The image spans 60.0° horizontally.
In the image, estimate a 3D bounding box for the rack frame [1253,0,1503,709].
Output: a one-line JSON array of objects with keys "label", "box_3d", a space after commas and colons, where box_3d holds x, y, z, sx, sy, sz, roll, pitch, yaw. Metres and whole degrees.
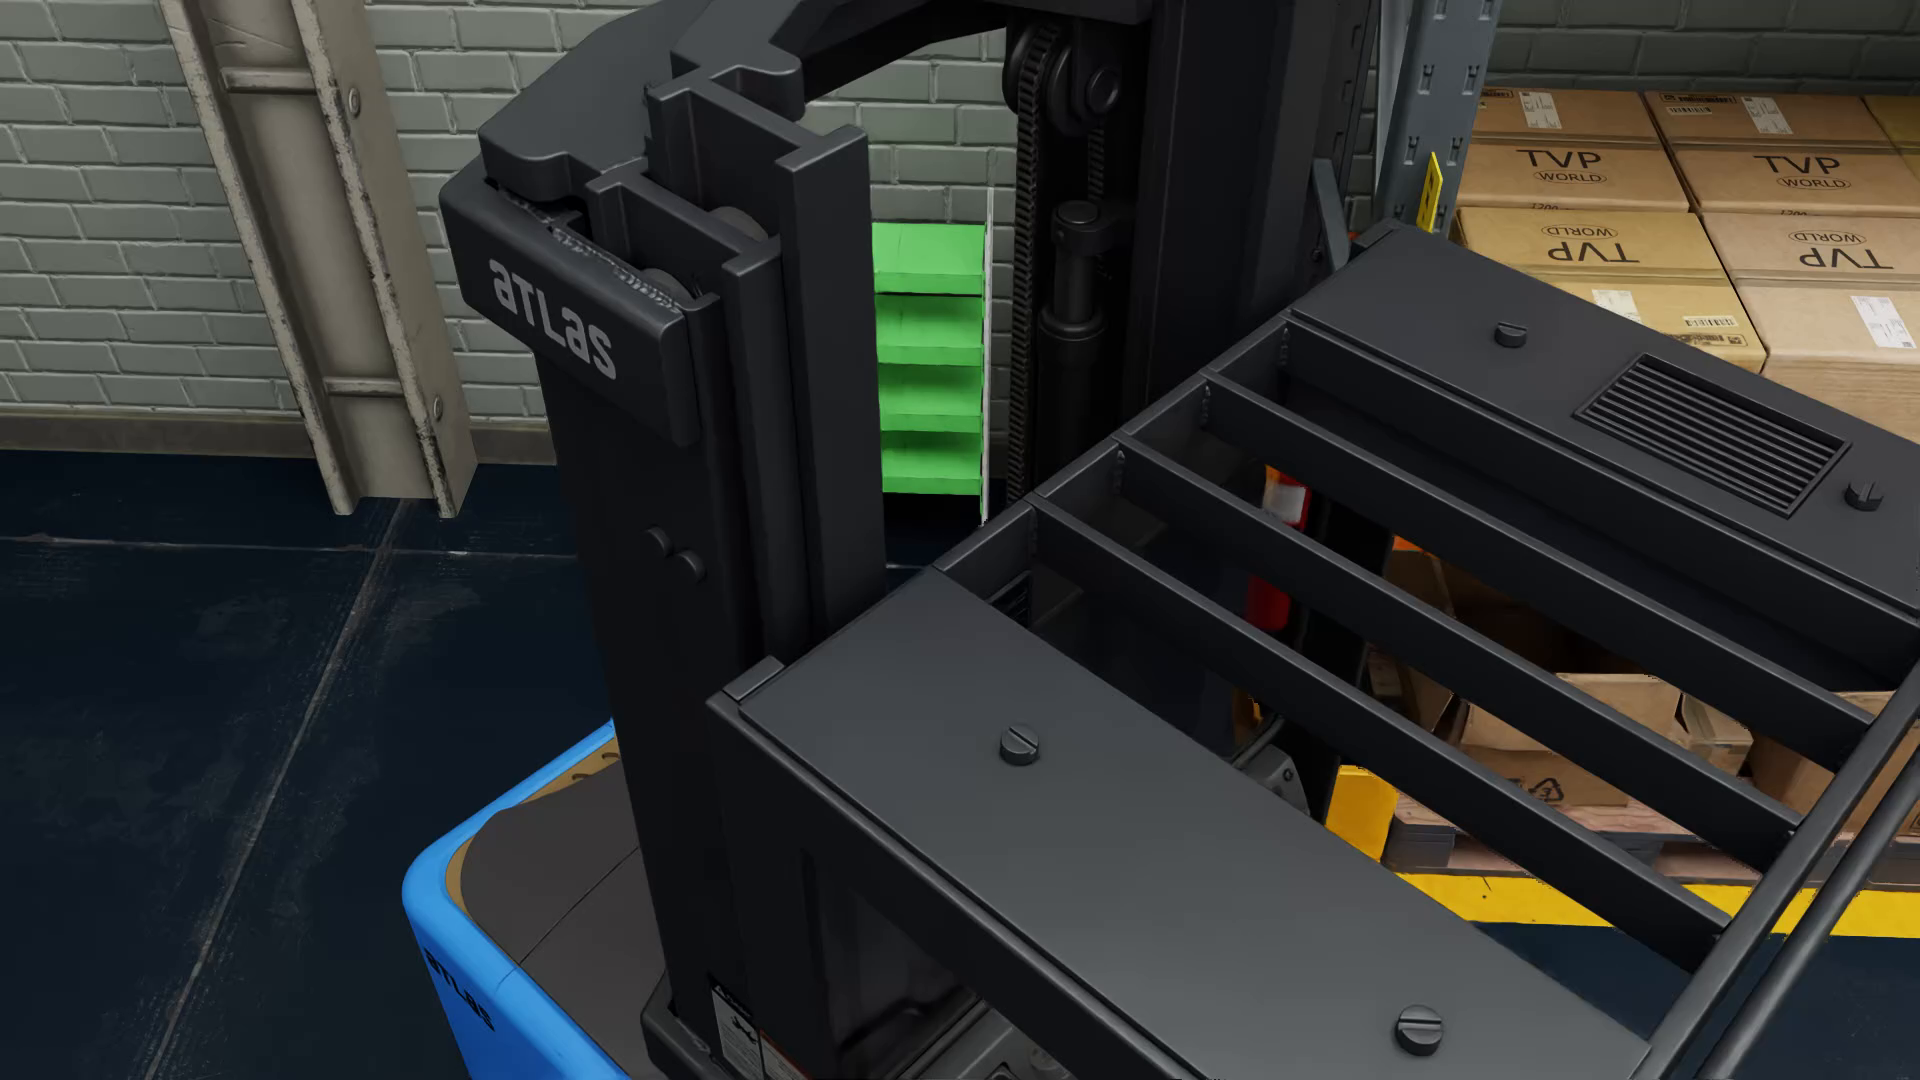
[{"label": "rack frame", "box_3d": [0.848, -0.582, 3.674, 0.127, 3.000, 1.000, 2, 43, 2]}]

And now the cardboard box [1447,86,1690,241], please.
[{"label": "cardboard box", "box_3d": [1.319, -0.803, 3.803, 0.500, 0.250, 0.500, 3, 43, 3]}]

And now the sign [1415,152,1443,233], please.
[{"label": "sign", "box_3d": [0.823, -0.529, 2.983, 0.005, 0.325, 0.100, 2, 43, 2]}]

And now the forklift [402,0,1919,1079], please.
[{"label": "forklift", "box_3d": [0.373, 0.766, 2.277, 3.031, 2.935, 1.130, 33, 52, 30]}]

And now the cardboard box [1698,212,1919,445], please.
[{"label": "cardboard box", "box_3d": [1.792, -0.423, 3.396, 0.500, 0.250, 0.500, 2, 43, 2]}]

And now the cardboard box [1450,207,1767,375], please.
[{"label": "cardboard box", "box_3d": [1.289, -0.439, 3.412, 0.500, 0.250, 0.500, 2, 43, 2]}]

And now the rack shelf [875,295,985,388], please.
[{"label": "rack shelf", "box_3d": [-0.166, -0.573, 4.726, 0.480, 0.148, 0.258, 2, 43, 2]}]

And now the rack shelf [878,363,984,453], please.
[{"label": "rack shelf", "box_3d": [-0.165, -0.397, 4.890, 0.480, 0.148, 0.258, 2, 43, 2]}]

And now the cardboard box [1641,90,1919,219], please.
[{"label": "cardboard box", "box_3d": [1.834, -0.786, 3.785, 0.500, 0.250, 0.500, 2, 43, 2]}]

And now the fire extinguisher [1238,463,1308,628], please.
[{"label": "fire extinguisher", "box_3d": [0.680, -0.107, 3.495, 0.183, 0.674, 0.296, 2, 43, 2]}]

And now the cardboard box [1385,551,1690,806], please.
[{"label": "cardboard box", "box_3d": [1.454, 0.261, 4.293, 0.637, 0.503, 0.797, 0, 43, 0]}]

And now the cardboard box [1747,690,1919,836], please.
[{"label": "cardboard box", "box_3d": [2.307, 0.315, 4.237, 0.500, 0.500, 0.700, 3, 43, 4]}]

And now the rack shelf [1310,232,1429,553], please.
[{"label": "rack shelf", "box_3d": [2.846, -0.258, 3.854, 4.000, 0.370, 1.077, 2, 43, 2]}]

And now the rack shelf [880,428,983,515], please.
[{"label": "rack shelf", "box_3d": [-0.165, -0.222, 5.054, 0.480, 0.148, 0.258, 2, 43, 2]}]

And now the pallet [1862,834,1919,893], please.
[{"label": "pallet", "box_3d": [2.936, 0.504, 4.555, 1.213, 0.211, 1.003, 2, 43, 2]}]

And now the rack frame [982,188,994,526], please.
[{"label": "rack frame", "box_3d": [0.078, -0.437, 4.838, 0.015, 1.200, 0.240, 2, 43, 2]}]

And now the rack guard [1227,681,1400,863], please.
[{"label": "rack guard", "box_3d": [0.924, 0.335, 4.524, 0.348, 0.500, 1.175, 2, 43, 2]}]

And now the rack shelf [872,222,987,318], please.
[{"label": "rack shelf", "box_3d": [-0.166, -0.749, 4.563, 0.480, 0.148, 0.258, 2, 43, 2]}]

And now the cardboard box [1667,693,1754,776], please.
[{"label": "cardboard box", "box_3d": [1.877, 0.430, 4.371, 0.250, 0.149, 0.380, 0, 43, 0]}]

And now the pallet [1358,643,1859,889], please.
[{"label": "pallet", "box_3d": [1.720, 0.464, 4.597, 1.213, 0.211, 1.003, 2, 43, 2]}]

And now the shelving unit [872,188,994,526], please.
[{"label": "shelving unit", "box_3d": [-0.165, -0.444, 4.846, 0.503, 1.200, 0.258, 2, 43, 2]}]

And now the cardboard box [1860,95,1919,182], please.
[{"label": "cardboard box", "box_3d": [2.329, -0.768, 3.765, 0.500, 0.250, 0.500, 3, 43, 3]}]
